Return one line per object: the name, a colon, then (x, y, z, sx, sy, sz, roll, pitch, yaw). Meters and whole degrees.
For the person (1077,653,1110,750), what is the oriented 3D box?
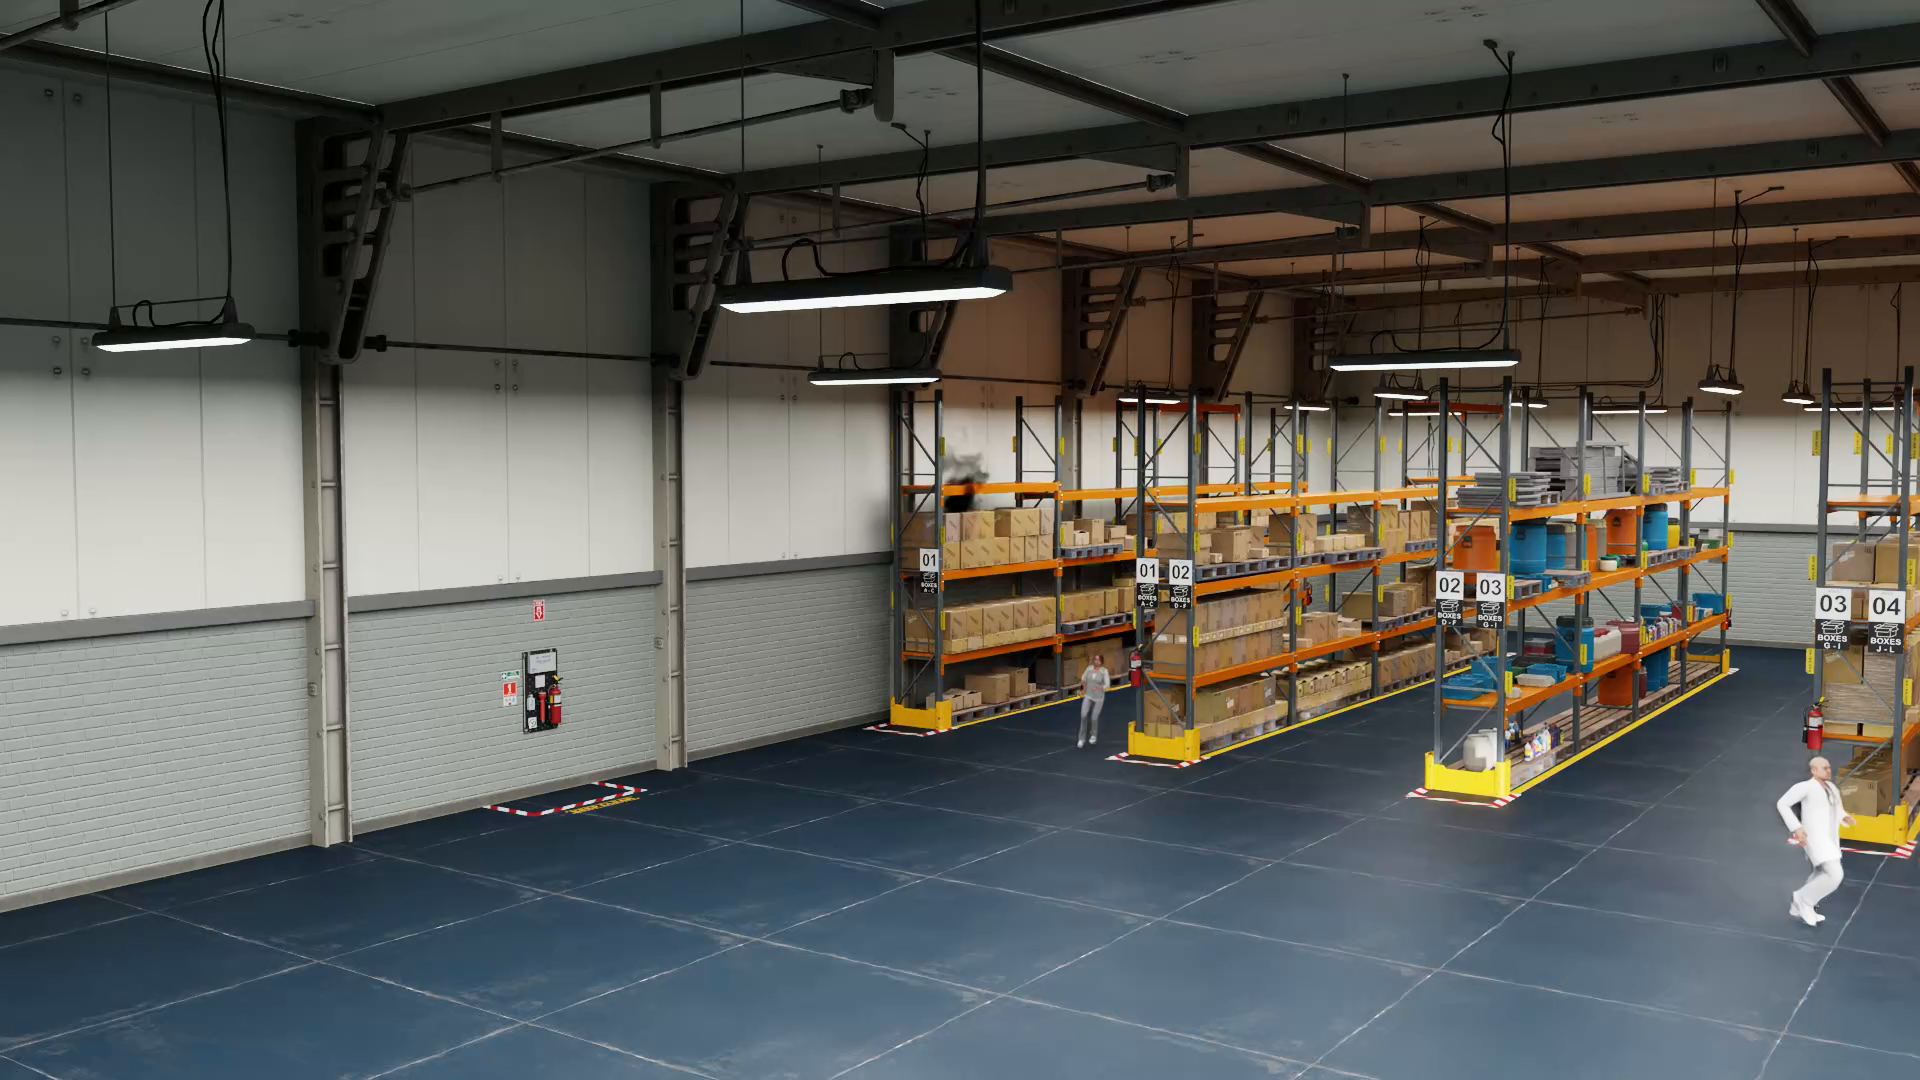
person: (2.249, 2.665, 27.669, 0.519, 1.602, 0.701, 1, 3, 15)

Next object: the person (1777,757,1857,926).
person: (8.971, 3.144, 17.297, 0.682, 1.732, 0.707, -2, 4, -30)
